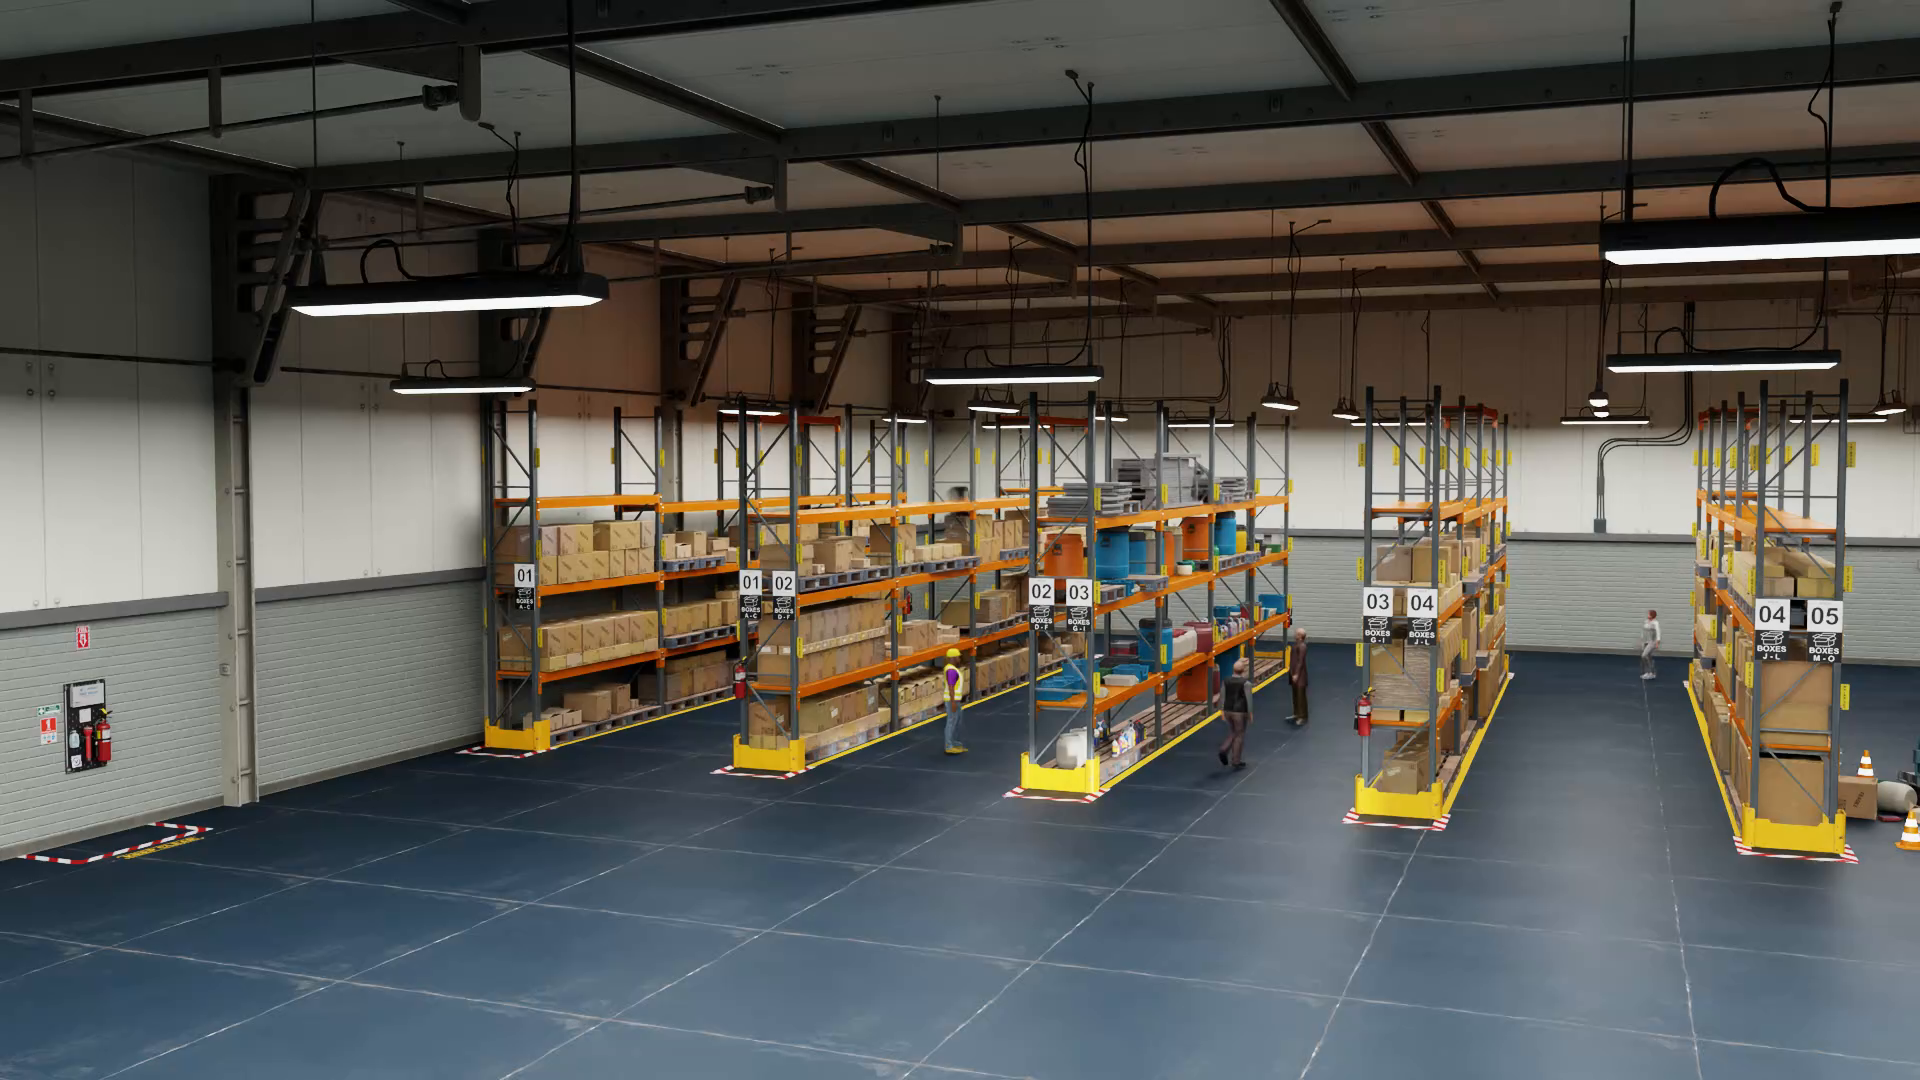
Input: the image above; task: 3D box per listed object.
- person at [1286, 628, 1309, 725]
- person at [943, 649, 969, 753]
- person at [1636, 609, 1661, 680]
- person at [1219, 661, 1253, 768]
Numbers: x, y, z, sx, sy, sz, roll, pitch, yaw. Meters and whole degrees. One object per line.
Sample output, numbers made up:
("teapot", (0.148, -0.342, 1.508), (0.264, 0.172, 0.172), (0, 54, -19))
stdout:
("person", (6.400, 2.577, 31.475), (0.423, 1.820, 0.598), (-1, 3, -13))
("person", (-0.063, 2.743, 28.221), (0.447, 1.796, 0.623), (0, 3, 1))
("person", (15.544, 2.370, 37.500), (0.502, 1.572, 0.493), (-1, 3, -12))
("person", (4.457, 2.806, 26.786), (0.487, 1.712, 0.498), (-2, 3, -30))
